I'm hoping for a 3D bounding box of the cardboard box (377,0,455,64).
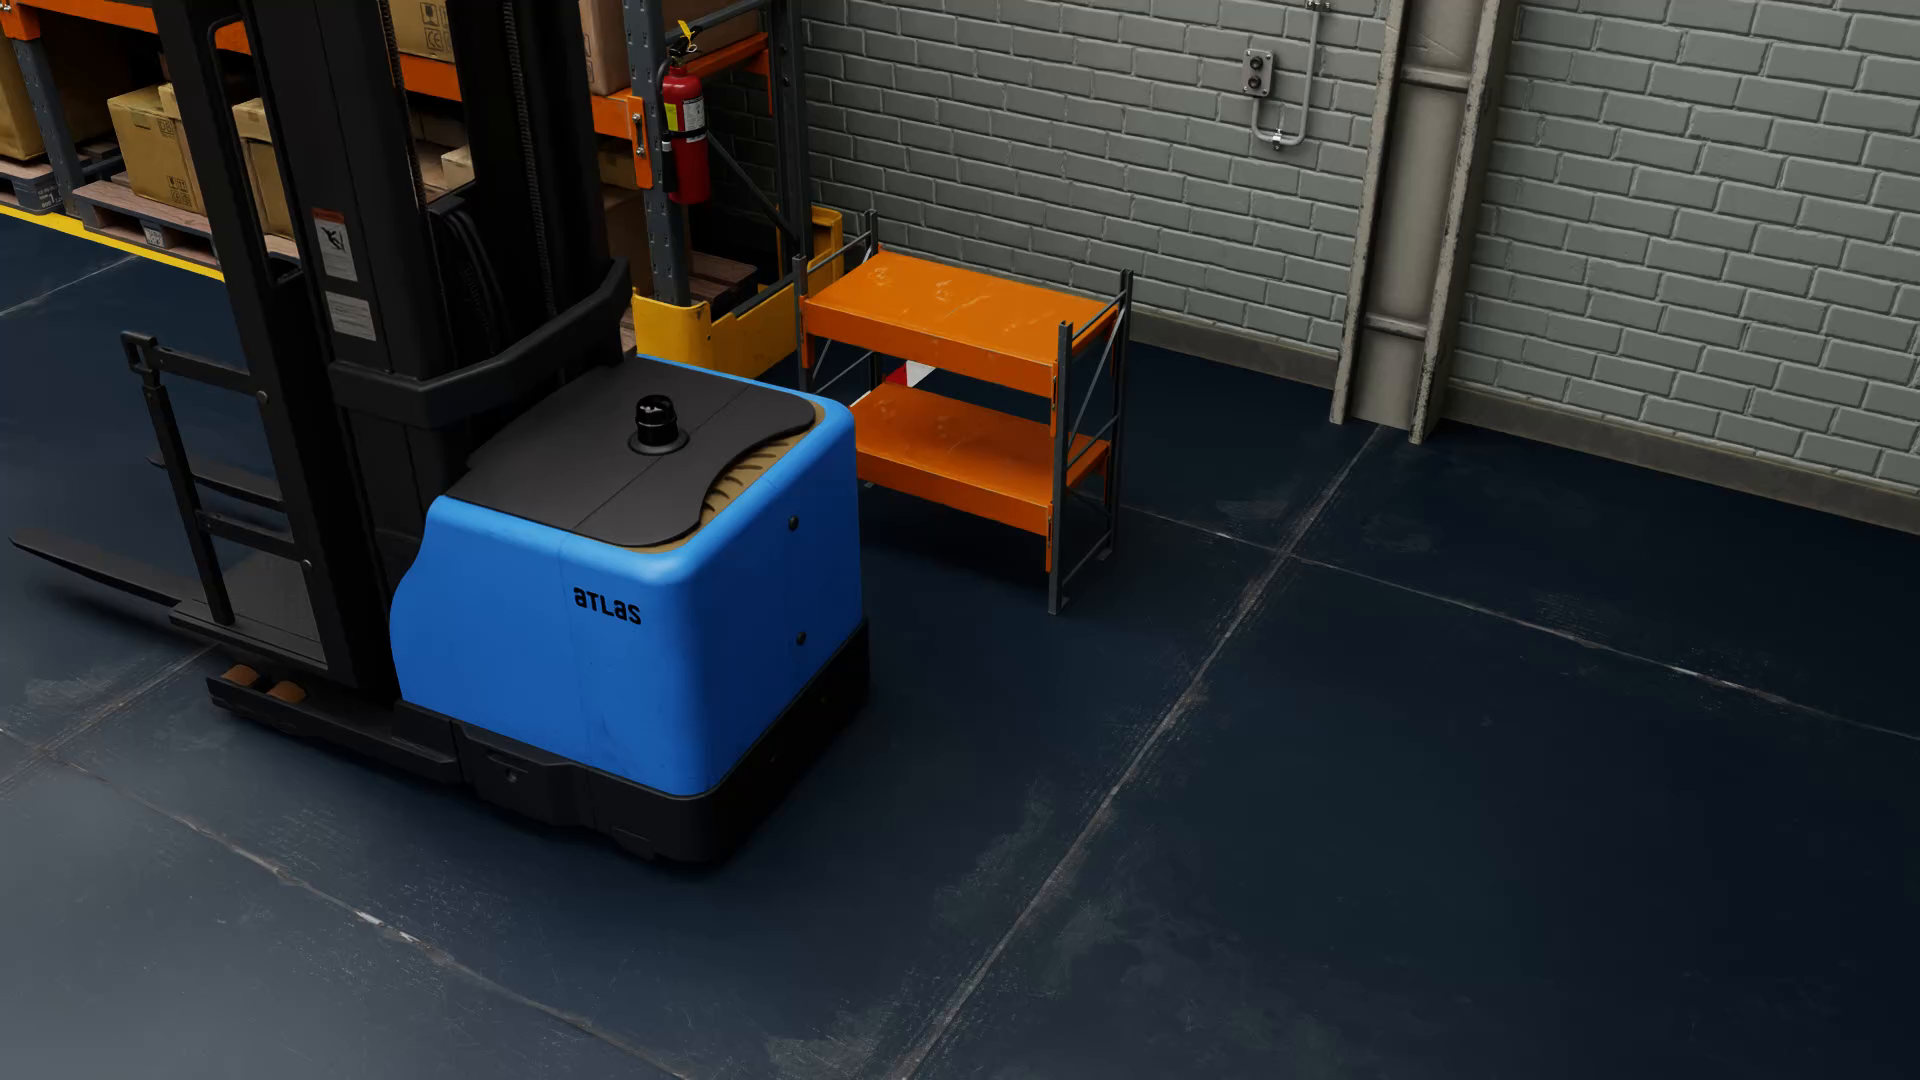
[{"bbox_3d":[-2.057,-2.548,7.100,0.700,0.700,0.980,17,37,24],"label":"cardboard box"}]

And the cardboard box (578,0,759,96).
[{"bbox_3d":[-1.420,-2.354,6.808,0.700,0.700,0.980,19,38,26],"label":"cardboard box"}]

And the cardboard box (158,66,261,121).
[{"bbox_3d":[-3.640,-2.161,8.080,0.250,0.149,0.380,19,38,26],"label":"cardboard box"}]

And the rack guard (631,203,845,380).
[{"bbox_3d":[-0.951,-1.046,7.370,0.348,0.500,1.175,18,37,24],"label":"rack guard"}]

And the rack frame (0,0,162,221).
[{"bbox_3d":[-4.445,-3.193,8.339,0.127,3.000,1.000,18,37,24],"label":"rack frame"}]

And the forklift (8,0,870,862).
[{"bbox_3d":[-1.852,-0.848,4.878,3.031,2.935,1.130,15,36,21],"label":"forklift"}]

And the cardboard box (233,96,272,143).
[{"bbox_3d":[-3.187,-2.017,7.864,0.250,0.149,0.380,16,37,23],"label":"cardboard box"}]

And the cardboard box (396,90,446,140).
[{"bbox_3d":[-2.524,-2.052,7.916,0.250,0.149,0.380,18,38,25],"label":"cardboard box"}]

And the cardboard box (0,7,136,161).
[{"bbox_3d":[-5.074,-2.590,8.993,0.750,0.750,0.750,18,38,25],"label":"cardboard box"}]

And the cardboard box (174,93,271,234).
[{"bbox_3d":[-3.412,-1.933,8.323,0.500,0.500,0.700,17,37,24],"label":"cardboard box"}]

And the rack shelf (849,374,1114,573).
[{"bbox_3d":[0.006,-0.263,6.071,1.000,0.278,0.538,18,37,24],"label":"rack shelf"}]

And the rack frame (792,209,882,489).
[{"bbox_3d":[-0.435,-0.606,6.145,0.032,1.125,0.500,18,37,24],"label":"rack frame"}]

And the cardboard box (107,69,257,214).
[{"bbox_3d":[-3.847,-2.073,8.533,0.500,0.500,0.700,18,38,25],"label":"cardboard box"}]

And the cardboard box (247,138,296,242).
[{"bbox_3d":[-2.968,-1.791,8.109,0.500,0.500,0.700,18,38,25],"label":"cardboard box"}]

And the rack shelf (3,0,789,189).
[{"bbox_3d":[-2.709,-2.344,7.713,4.000,0.370,1.077,18,37,24],"label":"rack shelf"}]

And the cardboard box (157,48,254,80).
[{"bbox_3d":[-3.874,-2.478,8.556,0.250,0.149,0.380,17,37,24],"label":"cardboard box"}]

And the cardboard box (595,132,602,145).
[{"bbox_3d":[-1.862,-1.843,7.602,0.250,0.149,0.380,18,38,25],"label":"cardboard box"}]

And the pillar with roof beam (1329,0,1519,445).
[{"bbox_3d":[-0.335,-2.192,1.424,0.400,9.000,9.100,18,37,24],"label":"pillar with roof beam"}]

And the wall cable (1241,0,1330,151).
[{"bbox_3d":[0.609,-2.619,6.561,1.851,1.984,0.084,18,37,24],"label":"wall cable"}]

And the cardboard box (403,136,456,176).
[{"bbox_3d":[-2.501,-1.648,7.894,0.500,0.500,0.700,16,37,23],"label":"cardboard box"}]

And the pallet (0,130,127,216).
[{"bbox_3d":[-5.153,-2.209,9.376,1.213,0.211,1.003,18,37,24],"label":"pallet"}]

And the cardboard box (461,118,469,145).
[{"bbox_3d":[-2.079,-1.912,7.706,0.250,0.149,0.380,18,38,25],"label":"cardboard box"}]

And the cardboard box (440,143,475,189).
[{"bbox_3d":[-2.054,-1.660,7.327,0.250,0.149,0.380,19,38,26],"label":"cardboard box"}]

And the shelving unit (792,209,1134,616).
[{"bbox_3d":[0.006,-0.466,5.935,1.048,1.125,0.538,18,37,24],"label":"shelving unit"}]

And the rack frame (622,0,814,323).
[{"bbox_3d":[-0.972,-2.093,6.687,0.127,3.000,1.000,18,37,24],"label":"rack frame"}]

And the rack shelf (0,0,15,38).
[{"bbox_3d":[-6.182,-3.444,9.365,4.000,0.370,1.077,18,37,24],"label":"rack shelf"}]

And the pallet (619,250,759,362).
[{"bbox_3d":[-1.705,-1.115,7.734,1.213,0.211,1.003,18,37,24],"label":"pallet"}]

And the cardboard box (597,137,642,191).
[{"bbox_3d":[-1.422,-1.704,7.394,0.250,0.149,0.380,18,38,25],"label":"cardboard box"}]

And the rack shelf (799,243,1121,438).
[{"bbox_3d":[0.006,-0.710,5.773,1.000,0.278,0.538,18,37,24],"label":"rack shelf"}]

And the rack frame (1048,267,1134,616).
[{"bbox_3d":[0.447,-0.327,5.725,0.032,1.125,0.500,18,37,24],"label":"rack frame"}]

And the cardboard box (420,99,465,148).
[{"bbox_3d":[-2.300,-1.982,7.811,0.250,0.149,0.380,18,38,25],"label":"cardboard box"}]

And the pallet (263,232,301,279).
[{"bbox_3d":[-2.760,-1.451,8.239,1.213,0.211,1.003,18,37,24],"label":"pallet"}]

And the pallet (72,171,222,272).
[{"bbox_3d":[-3.824,-1.786,8.742,1.213,0.211,1.003,18,37,24],"label":"pallet"}]

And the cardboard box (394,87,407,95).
[{"bbox_3d":[-2.743,-2.122,8.021,0.250,0.149,0.380,17,37,24],"label":"cardboard box"}]

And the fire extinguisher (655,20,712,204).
[{"bbox_3d":[-1.070,-1.642,6.416,0.183,0.674,0.296,18,37,24],"label":"fire extinguisher"}]

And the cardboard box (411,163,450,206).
[{"bbox_3d":[-2.064,-1.510,7.687,0.500,0.500,0.700,17,37,24],"label":"cardboard box"}]

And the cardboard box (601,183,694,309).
[{"bbox_3d":[-1.630,-1.372,7.481,0.500,0.500,0.700,18,37,24],"label":"cardboard box"}]
